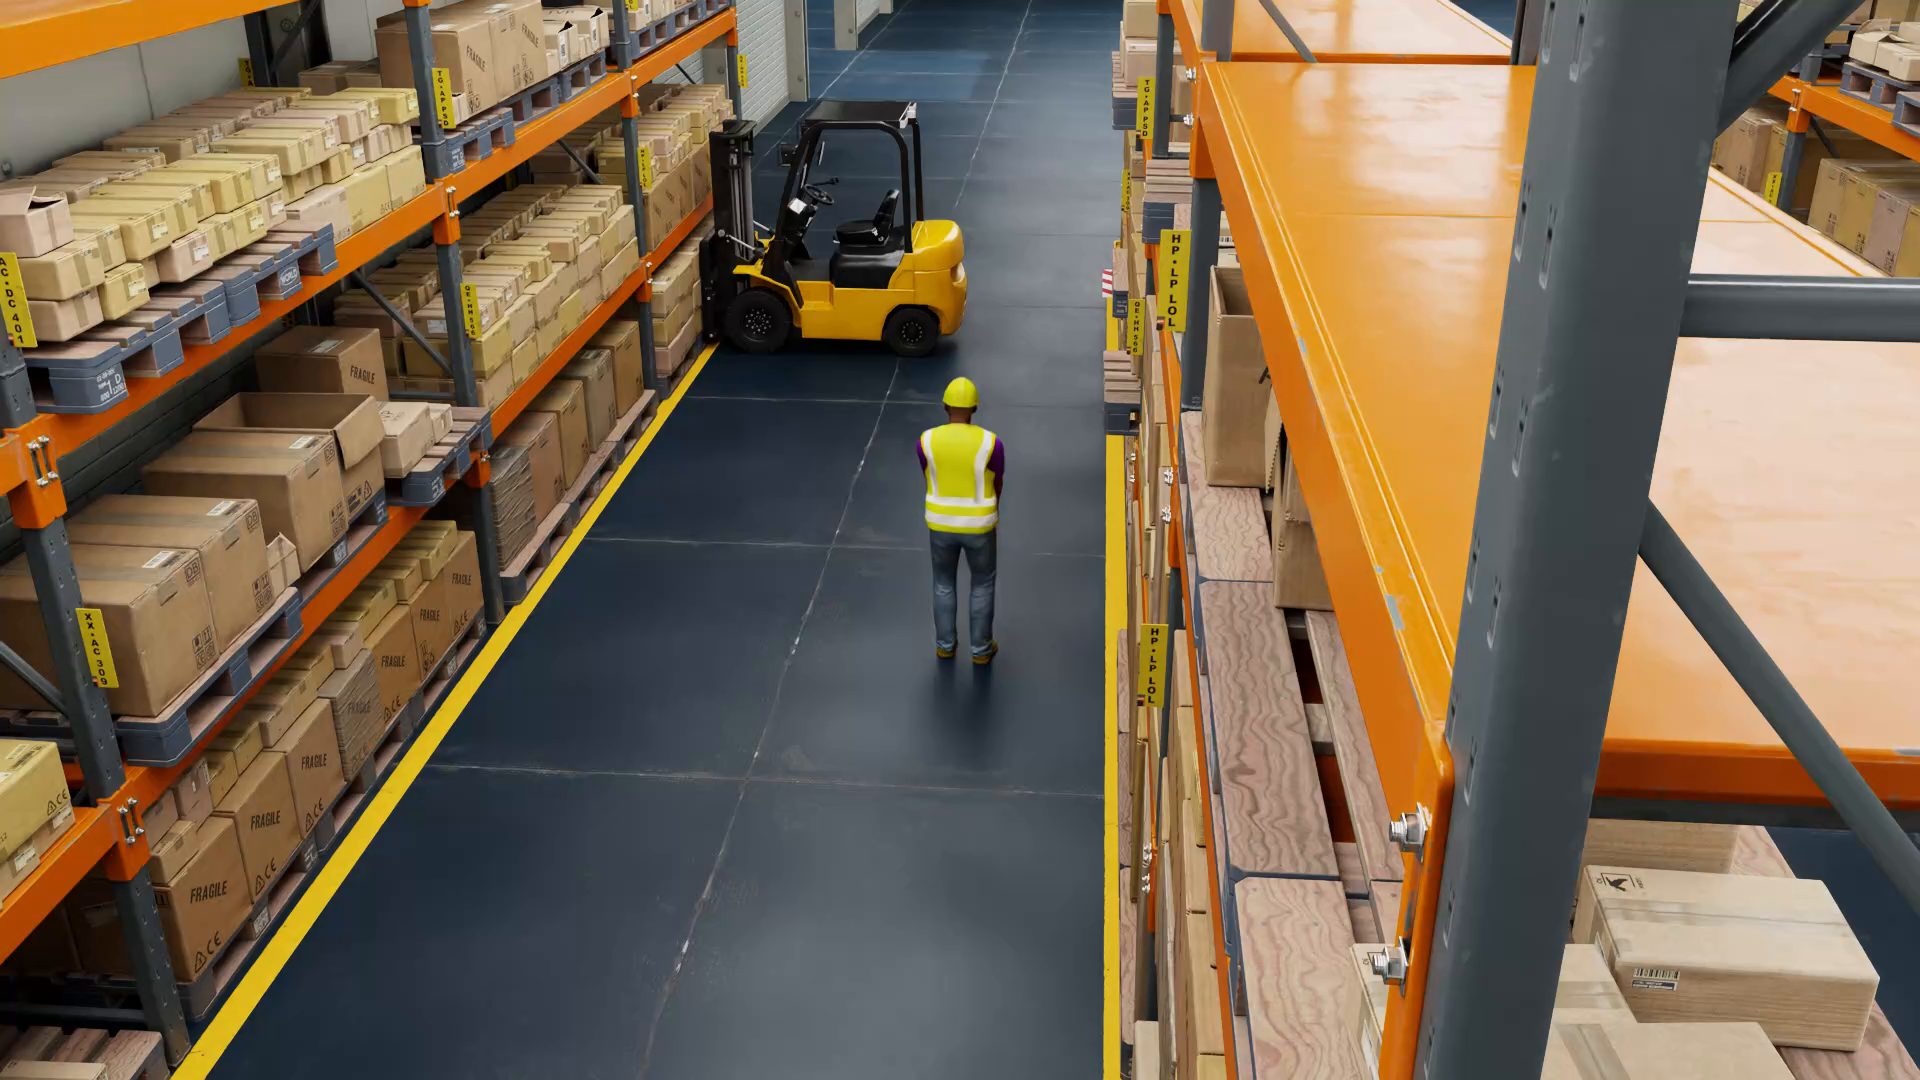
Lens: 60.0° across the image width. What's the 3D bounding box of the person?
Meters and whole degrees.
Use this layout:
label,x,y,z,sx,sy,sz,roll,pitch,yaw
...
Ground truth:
label,x,y,z,sx,sy,sz,roll,pitch,yaw
person,0.016,-0.136,9.886,0.505,1.756,0.577,4,25,8
